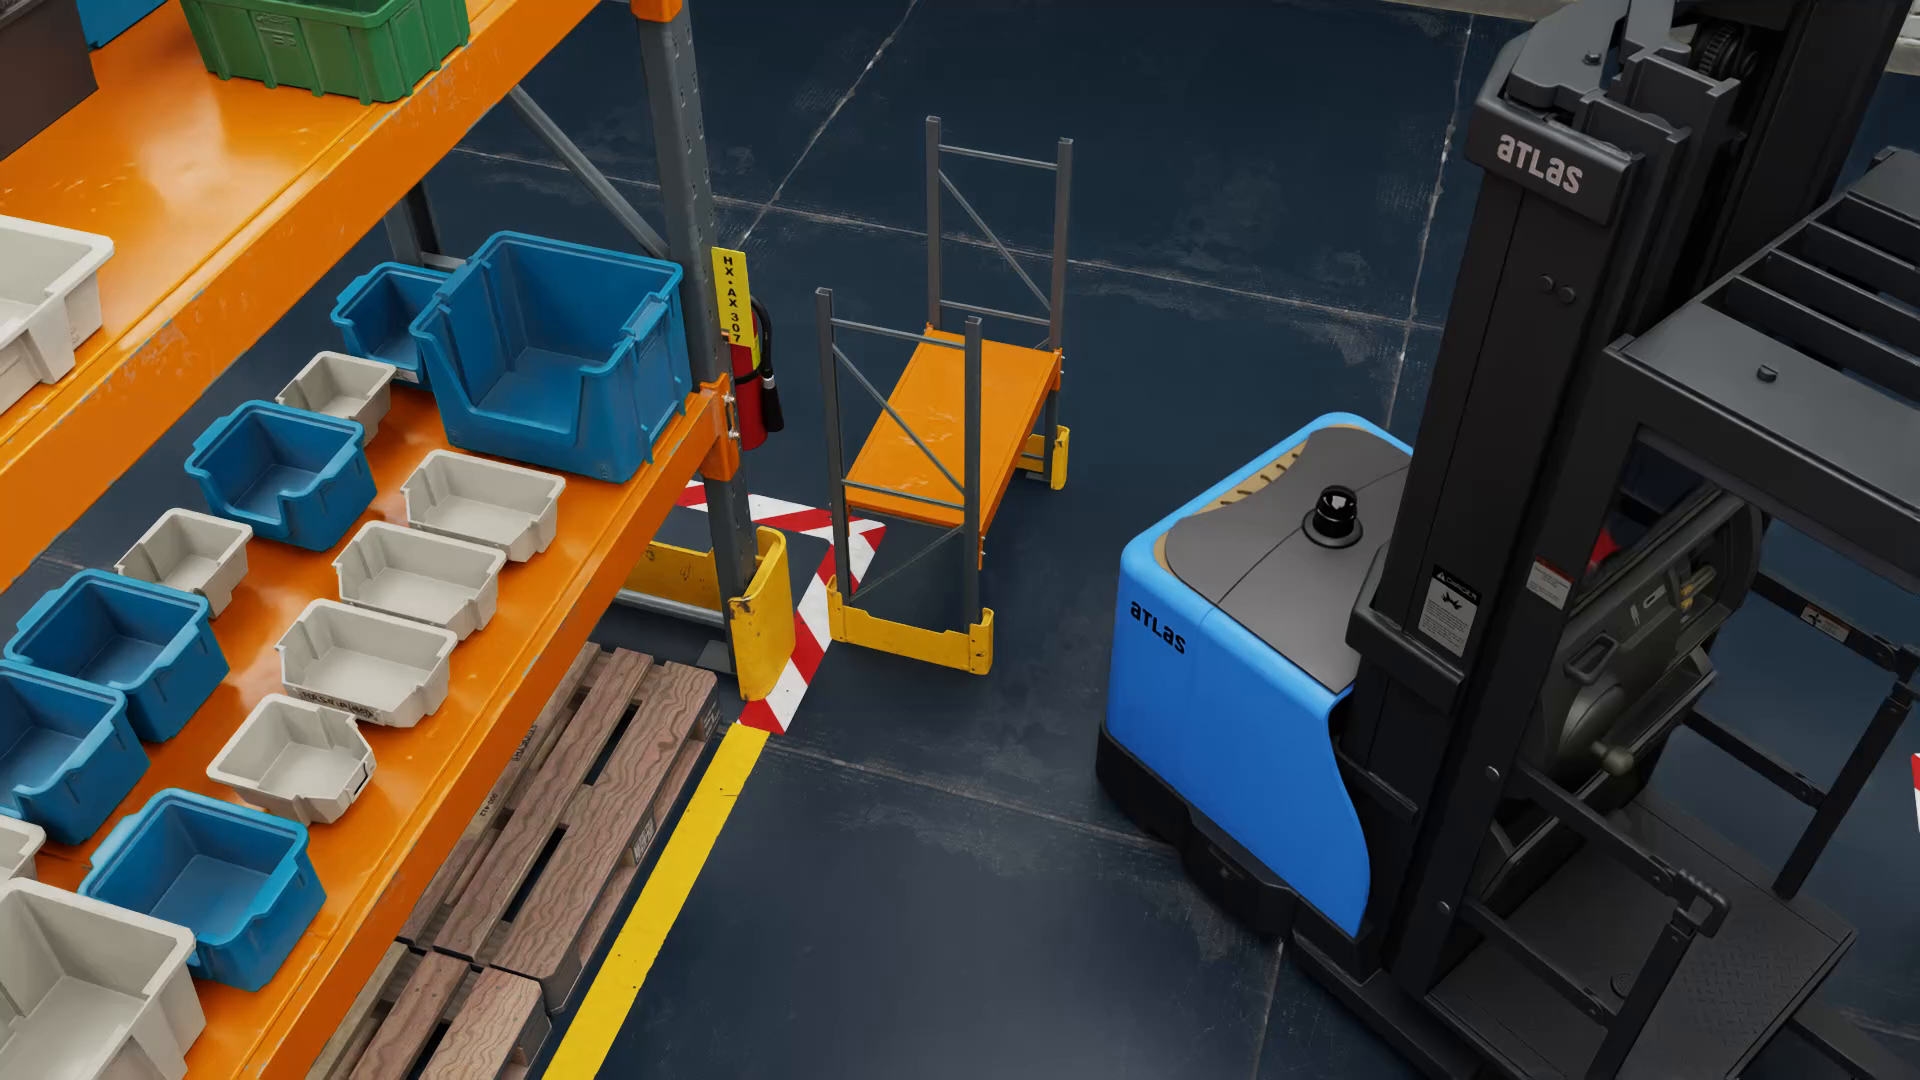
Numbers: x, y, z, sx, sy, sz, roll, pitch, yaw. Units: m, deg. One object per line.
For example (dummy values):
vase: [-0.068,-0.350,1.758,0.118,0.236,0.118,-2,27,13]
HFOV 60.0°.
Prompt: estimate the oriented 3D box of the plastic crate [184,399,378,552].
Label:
plastic crate: [-1.755,-0.156,4.342,0.416,0.233,0.300,13,46,13]

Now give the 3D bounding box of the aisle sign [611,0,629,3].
aisle sign: [-0.866,-1.643,3.926,0.394,0.787,0.004,13,46,13]

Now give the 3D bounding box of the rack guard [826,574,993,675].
rack guard: [-0.174,0.293,5.771,0.587,0.250,0.087,13,46,12]

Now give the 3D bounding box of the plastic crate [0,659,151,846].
plastic crate: [-2.045,0.483,3.689,0.416,0.233,0.300,13,46,13]

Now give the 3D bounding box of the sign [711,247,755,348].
sign: [-0.638,-0.681,4.684,0.100,0.325,0.005,13,46,13]

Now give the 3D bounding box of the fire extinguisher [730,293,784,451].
fire extinguisher: [-0.688,-0.571,5.011,0.296,0.674,0.183,13,46,13]

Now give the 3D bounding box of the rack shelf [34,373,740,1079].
rack shelf: [-1.773,0.862,3.739,1.077,0.370,4.000,13,46,13]

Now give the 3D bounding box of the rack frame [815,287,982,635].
rack frame: [-0.180,-0.140,5.321,0.500,1.500,0.032,13,46,12]

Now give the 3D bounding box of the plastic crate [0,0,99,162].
plastic crate: [-1.892,-0.818,2.841,0.504,0.338,0.767,13,46,13]

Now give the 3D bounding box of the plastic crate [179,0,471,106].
plastic crate: [-1.194,-1.006,3.141,0.450,0.188,0.336,13,46,13]

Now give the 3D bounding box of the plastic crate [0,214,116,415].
plastic crate: [-1.556,-0.276,2.431,0.437,0.136,0.530,13,46,13]

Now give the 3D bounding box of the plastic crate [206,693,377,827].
plastic crate: [-1.476,0.509,3.731,0.298,0.136,0.250,13,46,13]

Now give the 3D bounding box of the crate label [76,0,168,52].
crate label: [-1.755,-1.200,3.294,0.408,0.251,0.502,13,46,13]

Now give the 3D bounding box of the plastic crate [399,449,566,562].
plastic crate: [-1.242,-0.073,4.326,0.396,0.136,0.243,13,46,13]

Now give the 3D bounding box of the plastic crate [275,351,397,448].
plastic crate: [-1.732,-0.364,4.623,0.250,0.136,0.298,13,46,13]

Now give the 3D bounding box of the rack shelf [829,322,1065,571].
rack shelf: [-0.026,-0.351,5.793,0.538,0.185,1.000,13,46,12]

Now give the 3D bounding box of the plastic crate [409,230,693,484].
plastic crate: [-1.091,-0.499,4.547,0.616,0.435,0.499,13,46,13]

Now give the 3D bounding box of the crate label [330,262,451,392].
crate label: [-1.556,-0.595,4.790,0.416,0.233,0.303,13,46,13]

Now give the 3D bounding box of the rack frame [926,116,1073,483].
rack frame: [0.128,-0.818,6.014,0.500,1.500,0.032,13,46,12]

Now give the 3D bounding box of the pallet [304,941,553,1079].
pallet: [-1.825,1.621,4.443,1.003,0.211,1.213,13,46,13]

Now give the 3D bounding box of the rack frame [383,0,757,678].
rack frame: [-1.167,-0.728,4.849,1.000,3.000,0.127,13,46,13]

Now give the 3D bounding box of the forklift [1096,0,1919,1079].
forklift: [1.788,0.296,3.852,1.130,2.935,3.031,-31,52,-28]

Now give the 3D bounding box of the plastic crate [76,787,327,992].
plastic crate: [-1.545,0.734,3.432,0.416,0.233,0.300,13,46,13]

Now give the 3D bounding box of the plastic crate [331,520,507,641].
plastic crate: [-1.343,0.117,4.132,0.396,0.136,0.243,13,46,13]

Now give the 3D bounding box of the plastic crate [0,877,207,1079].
plastic crate: [-1.741,0.980,3.145,0.437,0.282,0.530,13,46,13]

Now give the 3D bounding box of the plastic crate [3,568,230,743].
plastic crate: [-1.954,0.283,3.893,0.416,0.233,0.300,13,46,13]

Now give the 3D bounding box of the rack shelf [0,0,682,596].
rack shelf: [-1.773,-0.210,2.689,1.077,0.370,4.000,13,46,13]

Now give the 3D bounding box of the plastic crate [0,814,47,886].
plastic crate: [-2.138,0.787,3.447,0.293,0.136,0.466,13,46,13]

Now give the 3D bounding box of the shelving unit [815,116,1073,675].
shelving unit: [-0.023,-0.485,5.673,0.587,1.500,1.083,13,46,12]

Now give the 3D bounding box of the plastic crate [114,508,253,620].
plastic crate: [-1.937,0.088,4.161,0.250,0.136,0.298,13,46,13]

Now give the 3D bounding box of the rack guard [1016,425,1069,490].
rack guard: [0.128,-0.371,6.450,0.587,0.250,0.087,13,46,12]

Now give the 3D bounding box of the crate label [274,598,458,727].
crate label: [-1.404,0.308,3.937,0.396,0.136,0.243,13,46,13]

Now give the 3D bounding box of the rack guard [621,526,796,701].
rack guard: [-1.172,0.147,5.743,1.175,0.500,0.348,13,46,13]

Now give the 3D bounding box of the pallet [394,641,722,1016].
pallet: [-1.454,0.810,5.271,1.003,0.211,1.213,13,46,13]
